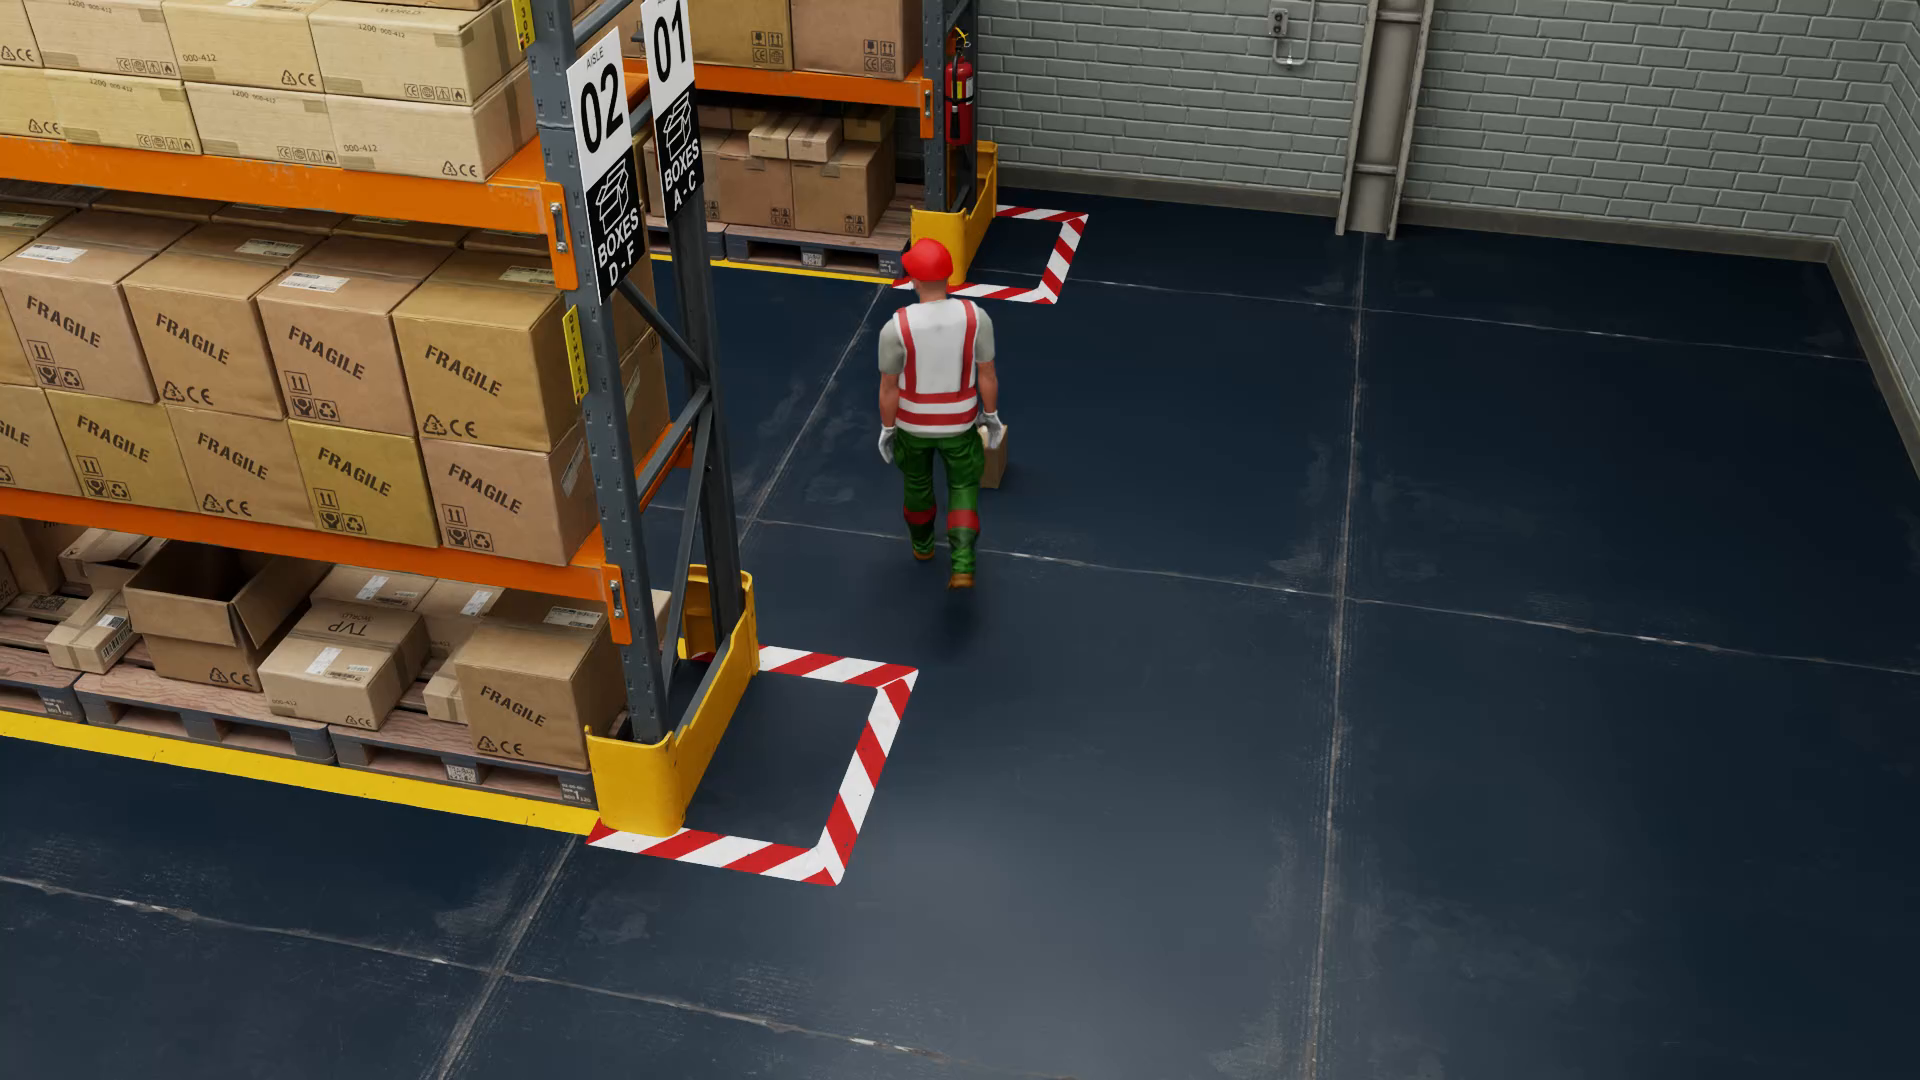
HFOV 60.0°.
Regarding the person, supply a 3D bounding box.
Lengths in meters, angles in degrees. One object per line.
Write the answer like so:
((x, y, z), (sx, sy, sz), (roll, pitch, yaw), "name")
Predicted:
((-0.091, -0.540, 7.687), (0.581, 1.777, 0.835), (-2, 36, -3), "person")
